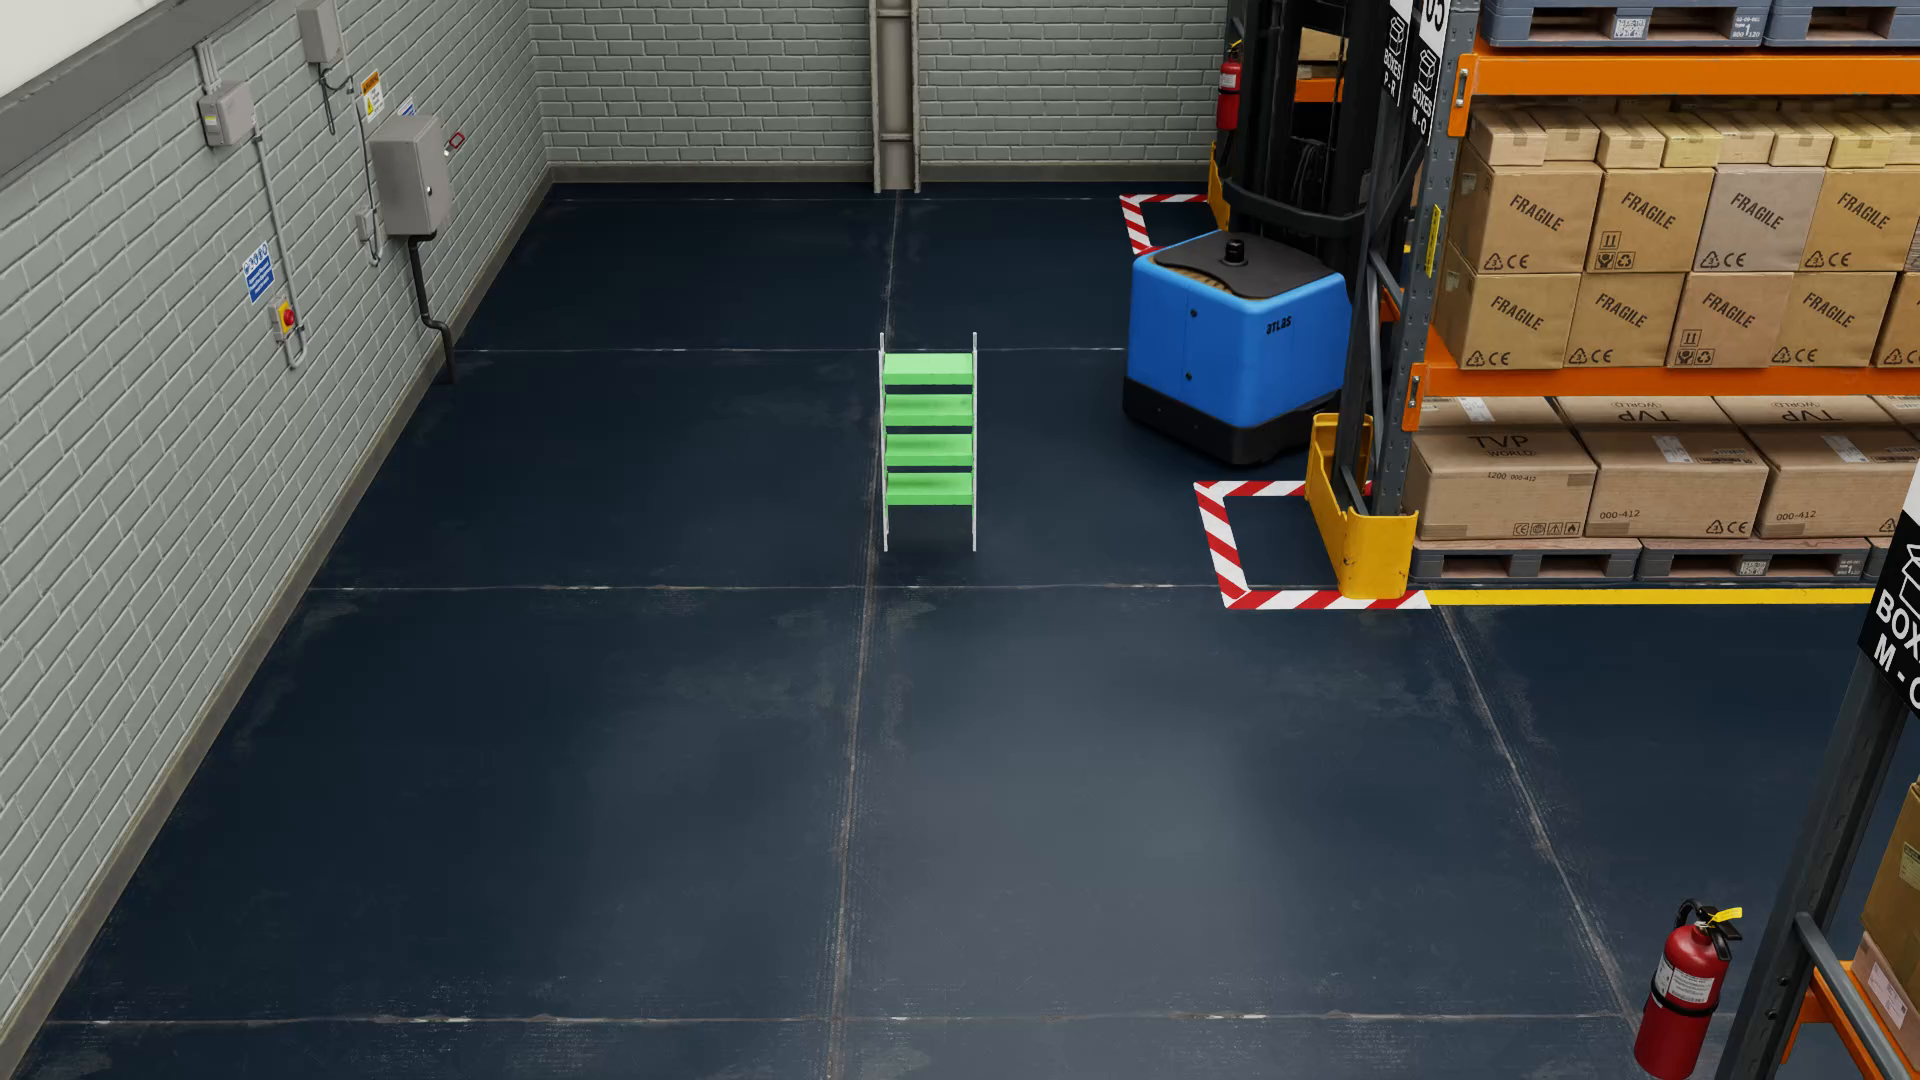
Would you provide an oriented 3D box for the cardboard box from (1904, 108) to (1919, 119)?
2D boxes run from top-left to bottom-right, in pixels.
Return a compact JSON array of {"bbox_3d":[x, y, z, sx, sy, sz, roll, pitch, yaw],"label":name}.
[{"bbox_3d":[4.616,-1.897,7.799,0.250,0.149,0.380,-1,31,-1],"label":"cardboard box"}]

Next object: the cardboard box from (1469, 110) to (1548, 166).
[{"bbox_3d":[2.558,-1.879,7.770,0.250,0.149,0.380,0,31,1],"label":"cardboard box"}]

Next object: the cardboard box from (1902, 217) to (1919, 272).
[{"bbox_3d":[4.714,-1.608,7.949,0.500,0.500,0.500,0,31,0],"label":"cardboard box"}]

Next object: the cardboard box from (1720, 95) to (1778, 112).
[{"bbox_3d":[3.835,-2.159,8.231,0.250,0.149,0.380,1,31,1],"label":"cardboard box"}]

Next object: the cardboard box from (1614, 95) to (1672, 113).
[{"bbox_3d":[3.322,-2.164,8.239,0.250,0.149,0.380,1,31,1],"label":"cardboard box"}]

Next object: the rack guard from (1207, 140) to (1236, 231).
[{"bbox_3d":[2.243,-2.780,13.350,0.348,0.500,1.175,0,31,0],"label":"rack guard"}]

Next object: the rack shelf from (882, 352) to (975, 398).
[{"bbox_3d":[-0.166,-0.868,8.722,0.480,0.148,0.258,0,31,0],"label":"rack shelf"}]

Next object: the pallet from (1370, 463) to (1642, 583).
[{"bbox_3d":[3.000,-0.125,9.252,1.213,0.211,1.003,0,31,0],"label":"pallet"}]

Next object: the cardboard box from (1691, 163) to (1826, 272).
[{"bbox_3d":[3.714,-1.609,7.950,0.500,0.500,0.500,0,31,-1],"label":"cardboard box"}]

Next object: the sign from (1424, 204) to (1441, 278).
[{"bbox_3d":[2.199,-1.390,7.739,0.005,0.325,0.100,0,31,0],"label":"sign"}]

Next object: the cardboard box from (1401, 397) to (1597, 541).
[{"bbox_3d":[2.861,-0.412,9.103,0.875,0.438,0.875,-1,31,-2],"label":"cardboard box"}]

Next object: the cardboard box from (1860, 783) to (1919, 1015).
[{"bbox_3d":[2.780,0.988,4.346,0.500,0.500,0.500,0,31,1],"label":"cardboard box"}]

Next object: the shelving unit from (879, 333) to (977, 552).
[{"bbox_3d":[-0.166,-0.512,8.938,0.503,1.200,0.258,0,31,0],"label":"shelving unit"}]

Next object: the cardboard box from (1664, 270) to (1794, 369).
[{"bbox_3d":[3.697,-1.178,8.203,0.500,0.500,0.500,0,31,-1],"label":"cardboard box"}]

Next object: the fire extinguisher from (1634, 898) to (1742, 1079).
[{"bbox_3d":[2.077,1.247,4.737,0.183,0.674,0.296,0,31,0],"label":"fire extinguisher"}]

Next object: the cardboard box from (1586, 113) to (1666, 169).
[{"bbox_3d":[3.080,-1.858,7.735,0.250,0.149,0.380,1,31,1],"label":"cardboard box"}]

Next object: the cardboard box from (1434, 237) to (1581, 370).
[{"bbox_3d":[2.683,-1.169,8.189,0.500,0.500,0.500,0,31,-1],"label":"cardboard box"}]

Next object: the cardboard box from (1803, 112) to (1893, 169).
[{"bbox_3d":[4.109,-1.862,7.742,0.250,0.149,0.380,-1,31,-1],"label":"cardboard box"}]

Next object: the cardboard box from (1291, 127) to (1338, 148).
[{"bbox_3d":[2.780,-2.914,13.162,0.637,0.503,0.797,-1,31,-2],"label":"cardboard box"}]

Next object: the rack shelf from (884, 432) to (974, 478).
[{"bbox_3d":[-0.166,-0.458,8.971,0.480,0.148,0.258,0,31,0],"label":"rack shelf"}]

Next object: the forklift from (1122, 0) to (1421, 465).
[{"bbox_3d":[2.470,-2.330,10.264,3.031,2.935,1.130,-24,39,-34],"label":"forklift"}]

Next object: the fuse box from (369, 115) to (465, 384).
[{"bbox_3d":[-3.304,-1.784,10.540,0.414,1.711,0.539,0,31,0],"label":"fuse box"}]

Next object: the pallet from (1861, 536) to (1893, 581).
[{"bbox_3d":[5.440,-0.133,9.265,1.213,0.211,1.003,0,31,0],"label":"pallet"}]

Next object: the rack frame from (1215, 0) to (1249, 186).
[{"bbox_3d":[2.167,-3.849,12.702,0.127,3.000,1.000,0,31,0],"label":"rack frame"}]

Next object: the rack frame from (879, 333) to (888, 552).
[{"bbox_3d":[-0.410,-0.512,8.937,0.015,1.200,0.240,0,31,0],"label":"rack frame"}]

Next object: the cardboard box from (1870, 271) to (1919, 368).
[{"bbox_3d":[4.722,-1.182,8.209,0.500,0.500,0.500,-1,31,-1],"label":"cardboard box"}]

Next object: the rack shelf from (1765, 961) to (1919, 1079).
[{"bbox_3d":[4.332,1.595,4.424,4.000,0.370,1.077,0,31,0],"label":"rack shelf"}]

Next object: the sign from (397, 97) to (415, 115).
[{"bbox_3d":[-3.514,-2.549,10.652,0.001,0.494,0.329,0,31,0],"label":"sign"}]

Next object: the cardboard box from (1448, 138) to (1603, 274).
[{"bbox_3d":[2.683,-1.598,7.932,0.500,0.500,0.500,-1,31,-1],"label":"cardboard box"}]

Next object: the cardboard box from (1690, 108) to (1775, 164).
[{"bbox_3d":[3.605,-1.897,7.798,0.250,0.149,0.380,0,31,0],"label":"cardboard box"}]

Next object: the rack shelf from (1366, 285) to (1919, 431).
[{"bbox_3d":[4.201,-0.973,8.655,4.000,0.370,1.077,0,31,0],"label":"rack shelf"}]

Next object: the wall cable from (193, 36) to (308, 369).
[{"bbox_3d":[-3.437,-1.692,8.137,0.123,1.953,0.585,0,31,0],"label":"wall cable"}]

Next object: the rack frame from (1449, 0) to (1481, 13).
[{"bbox_3d":[2.201,-3.839,6.902,0.127,3.000,1.000,0,31,0],"label":"rack frame"}]

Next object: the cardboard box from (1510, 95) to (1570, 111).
[{"bbox_3d":[2.813,-2.140,8.199,0.250,0.149,0.380,0,31,1],"label":"cardboard box"}]

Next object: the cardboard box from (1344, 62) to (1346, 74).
[{"bbox_3d":[3.014,-3.644,12.606,0.250,0.149,0.380,-1,31,-1],"label":"cardboard box"}]

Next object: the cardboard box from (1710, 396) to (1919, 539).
[{"bbox_3d":[4.677,-0.421,9.118,0.875,0.438,0.875,-1,31,-2],"label":"cardboard box"}]

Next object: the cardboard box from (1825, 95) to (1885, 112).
[{"bbox_3d":[4.361,-2.173,8.254,0.250,0.149,0.380,0,31,0],"label":"cardboard box"}]

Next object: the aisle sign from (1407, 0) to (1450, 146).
[{"bbox_3d":[2.131,-2.235,7.535,0.004,0.787,0.394,0,31,0],"label":"aisle sign"}]

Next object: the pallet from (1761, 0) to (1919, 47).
[{"bbox_3d":[4.166,-2.532,7.725,1.213,0.211,1.003,0,31,0],"label":"pallet"}]

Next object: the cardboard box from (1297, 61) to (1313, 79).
[{"bbox_3d":[2.498,-3.600,12.534,0.250,0.149,0.380,0,31,-1],"label":"cardboard box"}]
